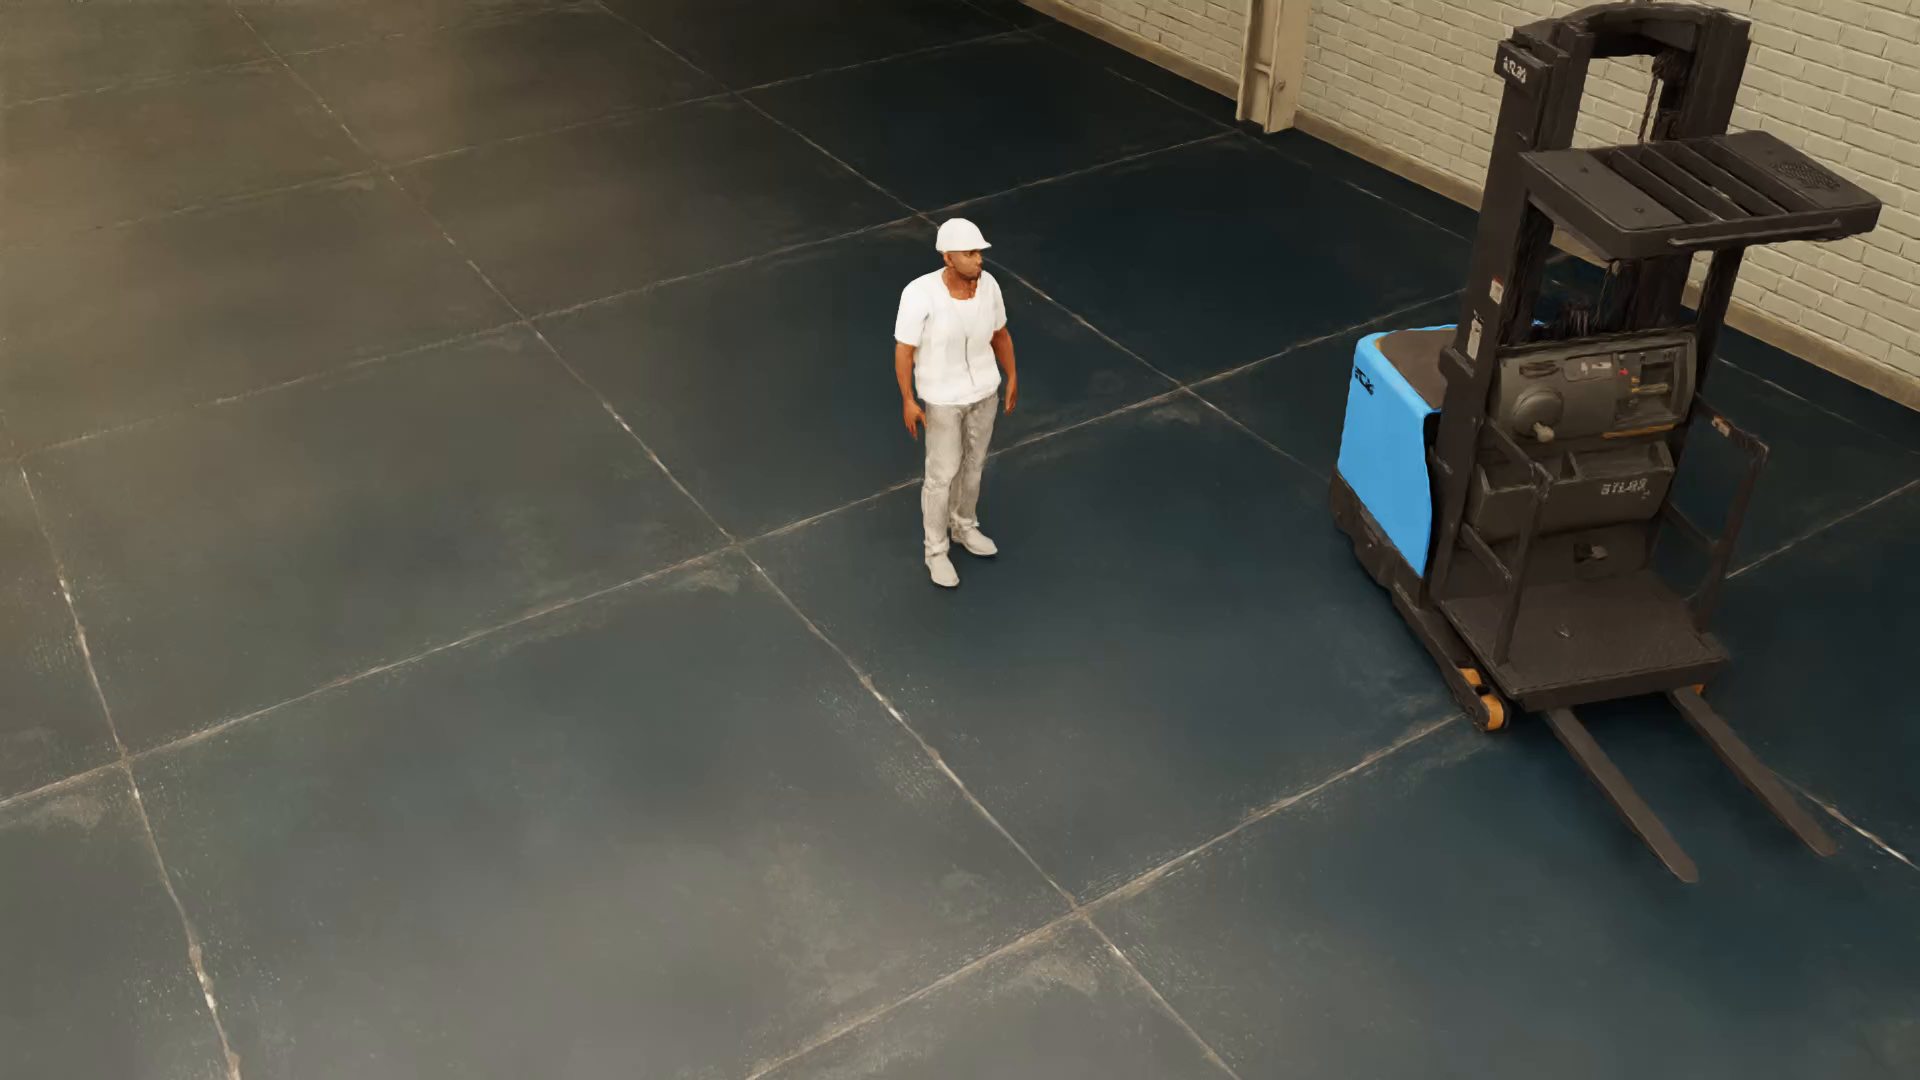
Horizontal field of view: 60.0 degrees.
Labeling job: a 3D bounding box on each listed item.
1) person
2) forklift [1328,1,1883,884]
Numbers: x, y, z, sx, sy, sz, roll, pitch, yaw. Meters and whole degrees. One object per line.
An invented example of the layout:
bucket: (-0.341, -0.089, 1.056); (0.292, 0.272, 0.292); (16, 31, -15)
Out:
person: (0.034, -0.693, 8.135); (0.665, 1.766, 0.575); (-21, 40, -27)
forklift: (2.788, -0.583, 6.978); (1.130, 2.935, 3.031); (-8, 36, -11)
